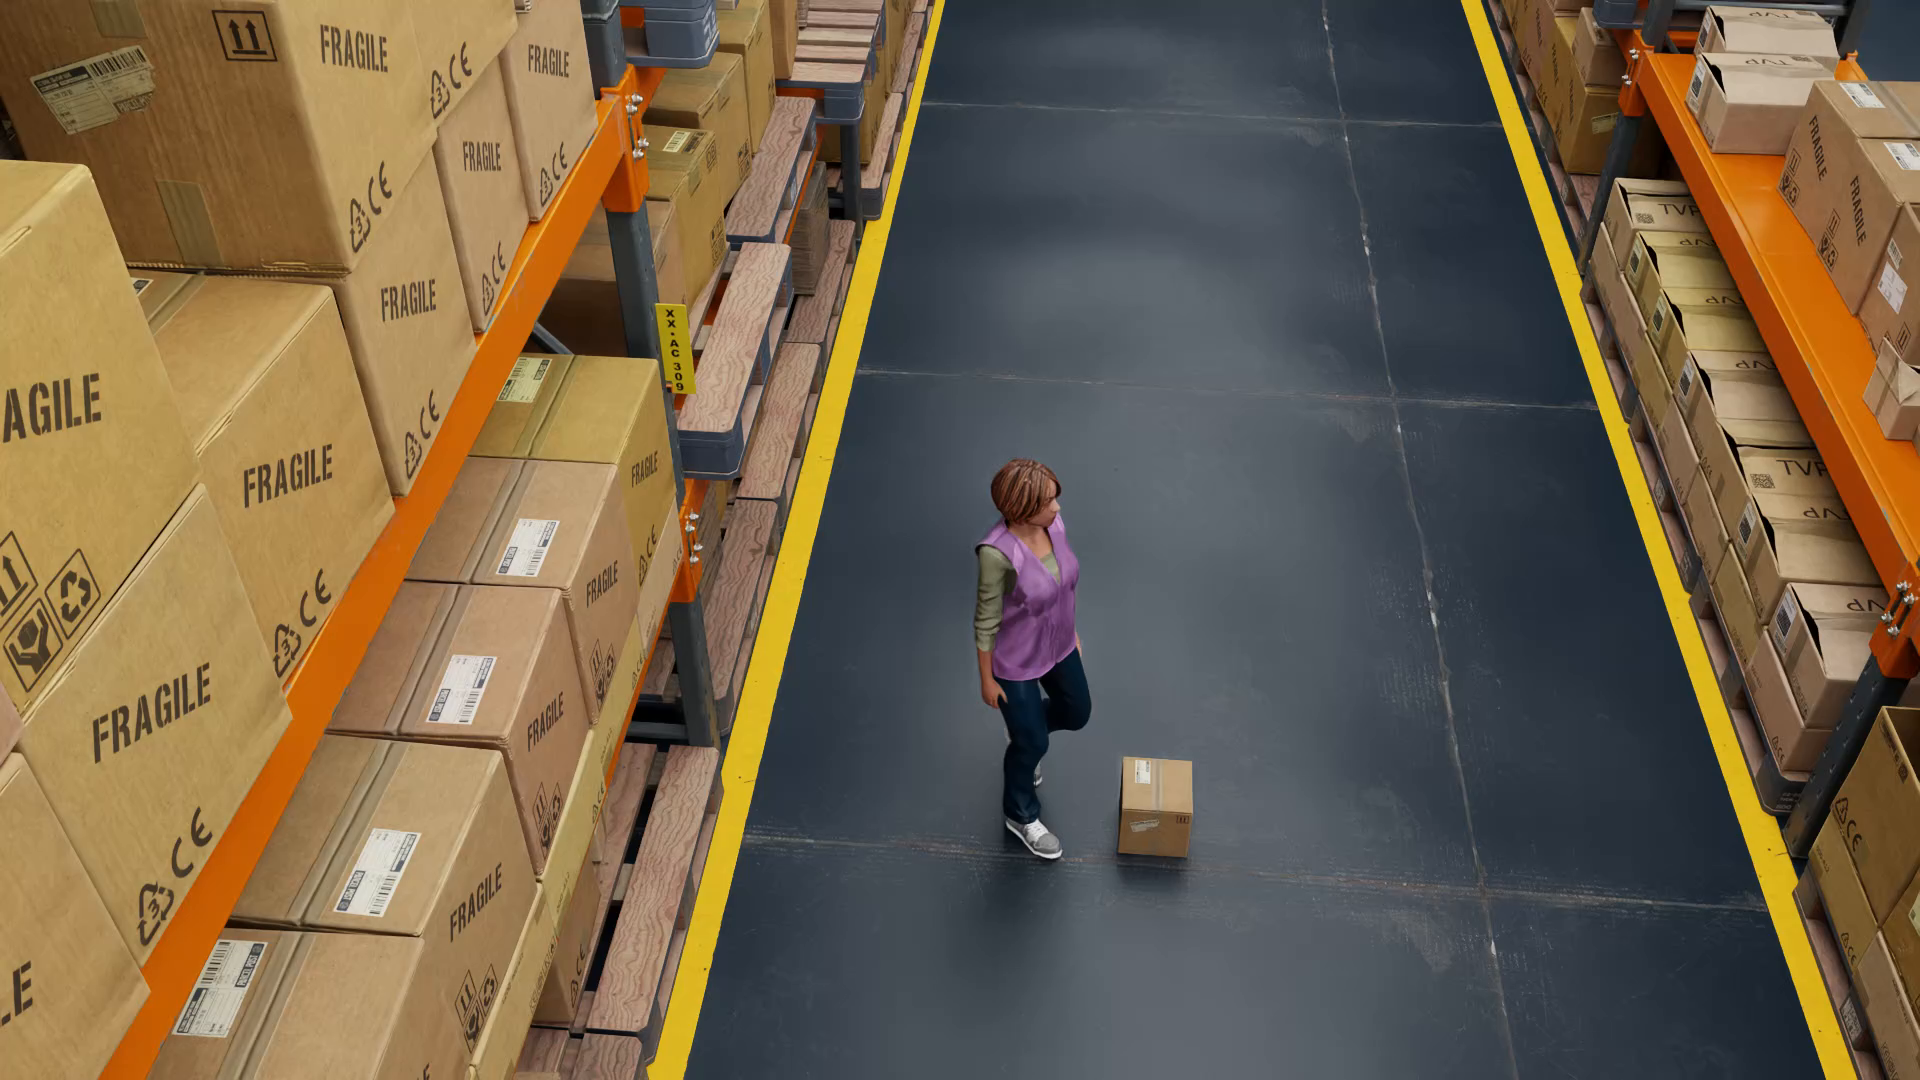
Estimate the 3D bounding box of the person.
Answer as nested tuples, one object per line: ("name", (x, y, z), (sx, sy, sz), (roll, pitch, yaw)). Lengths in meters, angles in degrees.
("person", (0.253, 0.400, 5.703), (0.491, 1.588, 0.443), (30, 49, 30))
